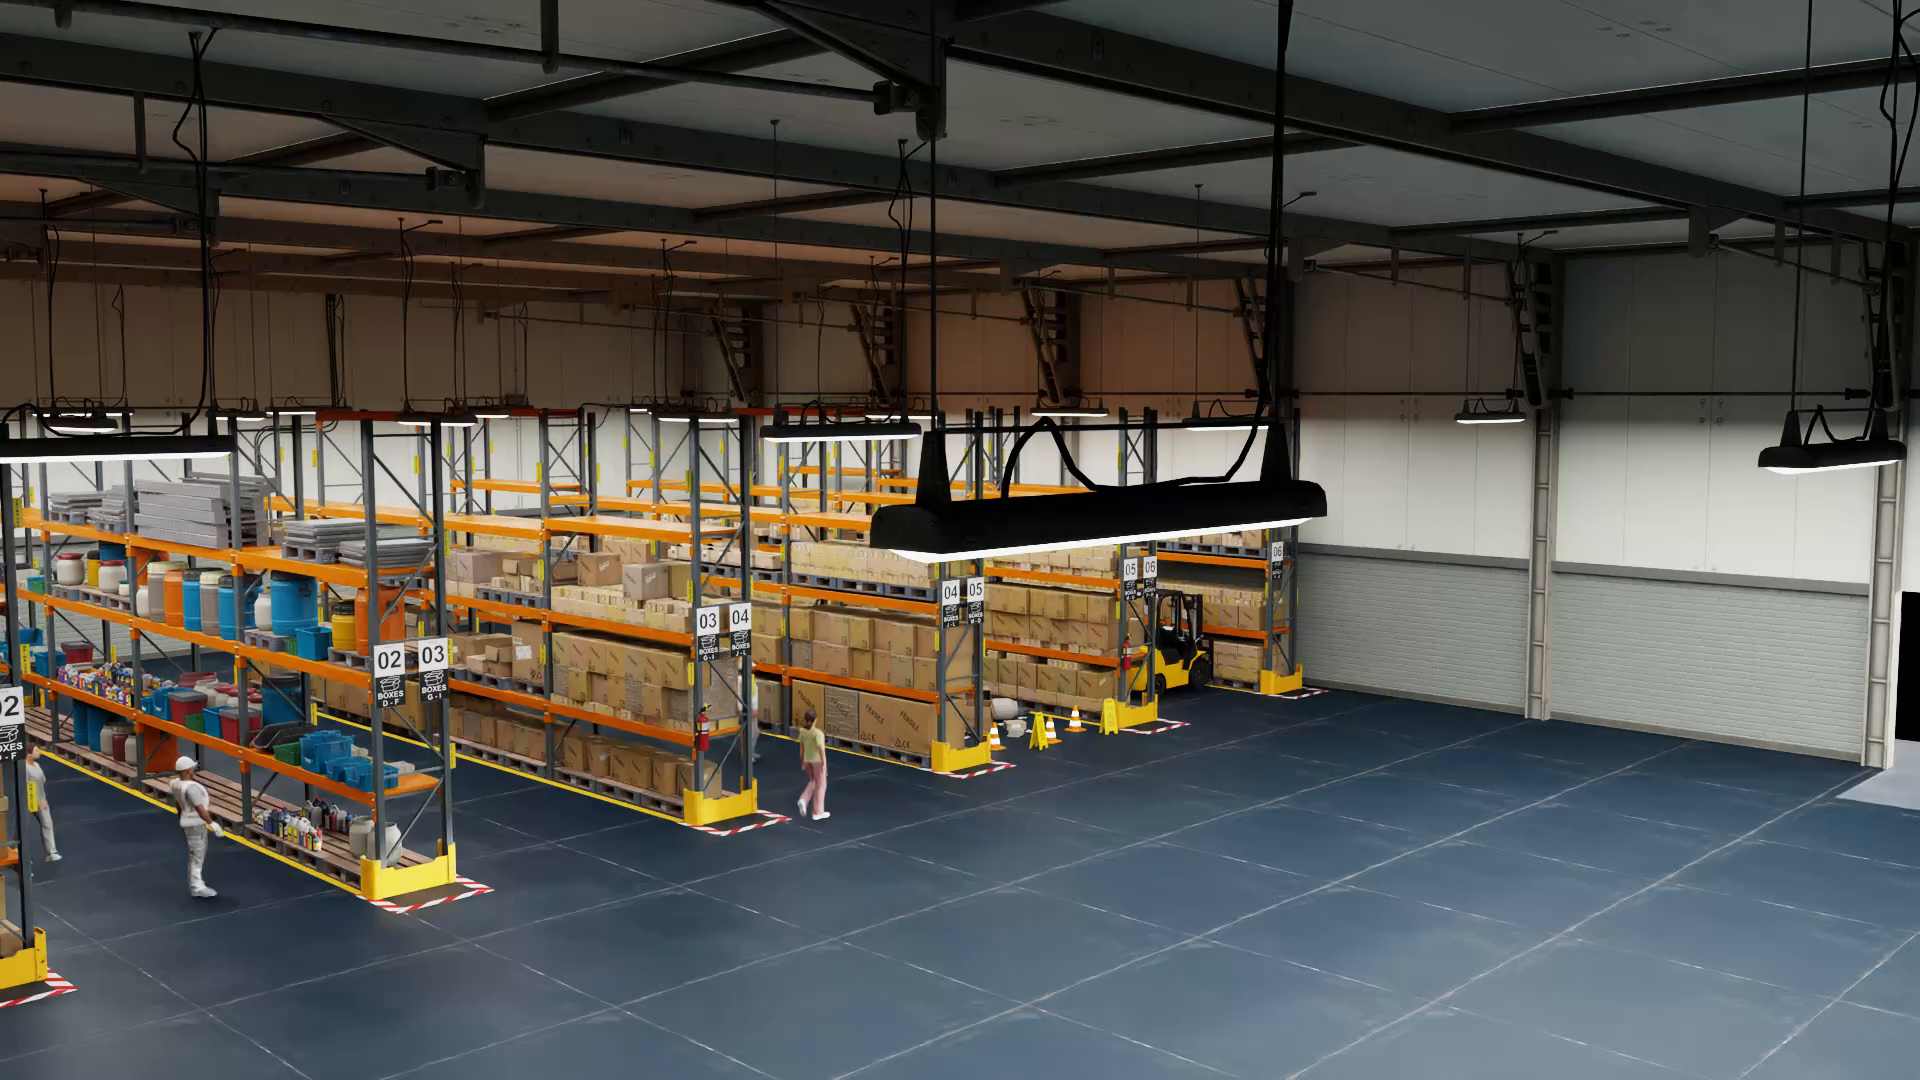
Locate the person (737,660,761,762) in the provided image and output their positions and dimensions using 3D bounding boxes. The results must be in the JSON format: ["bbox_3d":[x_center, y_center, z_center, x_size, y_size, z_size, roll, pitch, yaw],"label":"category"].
[{"bbox_3d":[-3.645,2.953,28.724,0.407,1.844,0.578,0,5,-5],"label":"person"}]

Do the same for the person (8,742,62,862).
[{"bbox_3d":[-12.522,3.526,22.450,1.066,1.603,0.384,4,6,38],"label":"person"}]

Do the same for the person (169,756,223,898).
[{"bbox_3d":[-9.610,3.607,20.947,0.604,1.828,0.663,-2,5,-22],"label":"person"}]

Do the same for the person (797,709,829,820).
[{"bbox_3d":[-2.150,3.307,24.615,0.469,1.657,0.462,4,7,40],"label":"person"}]
